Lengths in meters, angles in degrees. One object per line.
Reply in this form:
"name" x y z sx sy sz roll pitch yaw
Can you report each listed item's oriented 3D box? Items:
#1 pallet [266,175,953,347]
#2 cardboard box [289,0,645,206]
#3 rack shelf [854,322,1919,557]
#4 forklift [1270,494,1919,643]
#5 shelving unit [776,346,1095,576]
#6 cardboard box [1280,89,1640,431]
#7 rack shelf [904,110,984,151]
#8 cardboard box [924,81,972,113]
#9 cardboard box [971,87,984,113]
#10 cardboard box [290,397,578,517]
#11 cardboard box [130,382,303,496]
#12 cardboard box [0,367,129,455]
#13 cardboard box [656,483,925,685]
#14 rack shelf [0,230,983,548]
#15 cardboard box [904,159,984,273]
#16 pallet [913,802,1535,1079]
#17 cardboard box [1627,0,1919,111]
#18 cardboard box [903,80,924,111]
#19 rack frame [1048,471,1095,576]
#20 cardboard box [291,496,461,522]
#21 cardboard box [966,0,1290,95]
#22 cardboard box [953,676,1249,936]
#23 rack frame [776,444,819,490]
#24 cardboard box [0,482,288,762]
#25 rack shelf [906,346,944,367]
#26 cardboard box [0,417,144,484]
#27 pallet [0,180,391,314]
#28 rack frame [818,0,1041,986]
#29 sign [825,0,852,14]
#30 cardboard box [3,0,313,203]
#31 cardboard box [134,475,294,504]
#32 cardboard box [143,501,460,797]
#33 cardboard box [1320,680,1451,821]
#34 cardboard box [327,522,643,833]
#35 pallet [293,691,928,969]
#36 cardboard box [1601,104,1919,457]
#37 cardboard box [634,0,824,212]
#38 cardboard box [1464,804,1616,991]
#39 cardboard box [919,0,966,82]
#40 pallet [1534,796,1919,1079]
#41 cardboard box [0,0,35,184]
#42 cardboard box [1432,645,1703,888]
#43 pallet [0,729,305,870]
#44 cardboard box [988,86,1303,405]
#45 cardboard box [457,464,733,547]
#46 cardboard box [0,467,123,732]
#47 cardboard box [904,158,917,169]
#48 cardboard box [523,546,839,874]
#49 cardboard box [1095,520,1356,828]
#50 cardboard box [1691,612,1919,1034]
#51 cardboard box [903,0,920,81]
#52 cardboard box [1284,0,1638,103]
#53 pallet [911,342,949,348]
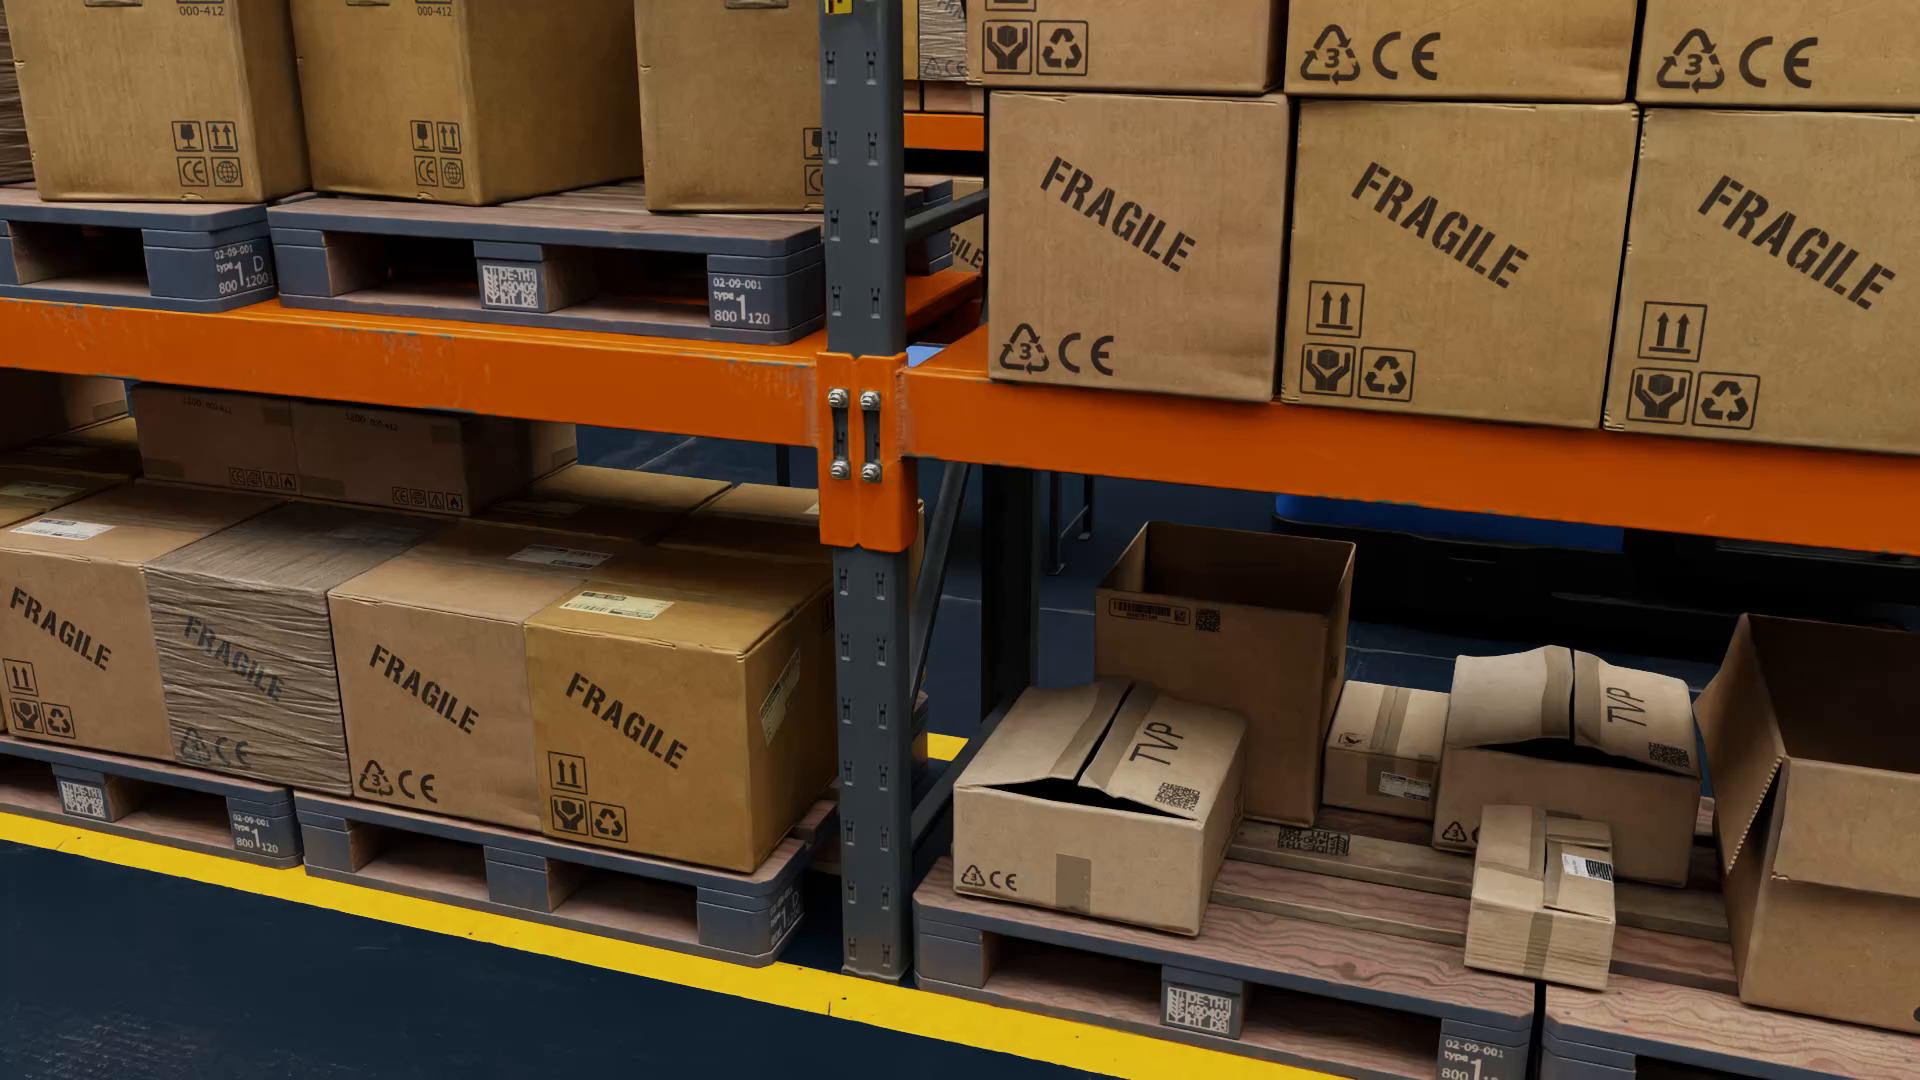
"pallet" -0.742 -0.687 3.782 1.213 0.211 1.003 7 20 18
"cardboard box" -1.067 -1.078 3.822 0.500 0.500 0.700 10 22 27
"rack shelf" 1.866 -0.102 2.904 4.000 0.370 1.077 7 20 18
"forklift" 2.585 -1.168 4.974 3.031 2.935 1.130 6 20 17
"shelving unit" -0.081 -0.717 5.856 1.048 1.500 0.538 7 20 18
"cardboard box" 0.854 -0.511 2.832 0.500 0.500 0.500 7 20 19
"rack shelf" -0.290 -2.074 8.563 4.000 0.370 1.077 7 20 18
"cardboard box" 0.001 -2.188 8.148 0.250 0.149 0.380 6 20 17
"cardboard box" 0.233 -2.157 8.057 0.250 0.149 0.380 7 20 18
"cardboard box" -1.345 -0.275 4.298 0.500 0.250 0.500 7 20 18
"cardboard box" -1.819 -0.329 4.453 0.500 0.250 0.500 6 20 17
"cardboard box" -2.786 -0.438 4.766 0.500 0.250 0.500 7 21 20
"cardboard box" -0.400 0.187 4.111 0.500 0.500 0.500 6 20 16
"rack shelf" -1.912 -0.534 4.143 4.000 0.370 1.077 7 20 18
"cardboard box" 0.102 -1.506 8.468 0.750 0.750 0.750 7 20 20
"pallet" 0.626 0.734 3.650 1.213 0.211 1.003 7 20 18
"cardboard box" 1.303 -0.927 2.508 0.500 0.500 0.500 6 20 16
"cardboard box" -0.246 -2.220 8.240 0.250 0.149 0.380 7 20 20
"rack frame" 0.400 -0.663 5.698 0.032 1.500 0.500 7 20 18
"cardboard box" -1.377 0.077 4.428 0.500 0.500 0.500 7 20 19
"cardboard box" 0.330 -1.038 2.827 0.500 0.500 0.500 7 20 19
"cardboard box" 0.303 0.517 3.452 0.500 0.311 0.500 7 20 18
"rack frame" -0.561 -0.772 6.013 0.032 1.500 0.500 7 20 18
"cardboard box" -2.002 0.186 4.113 0.500 0.500 0.500 6 20 16
"rack shelf" -0.081 -0.548 5.915 1.000 0.185 0.538 7 20 18
"cardboard box" -2.352 -0.033 4.742 0.500 0.500 0.500 6 20 16
"pallet" -1.963 -0.790 4.078 1.213 0.211 1.003 7 20 18
"rack frame" -0.023 -0.657 3.405 0.127 3.000 1.000 7 20 18
"sign" -0.202 -1.031 2.718 0.005 0.325 0.100 7 20 18
"cardboard box" -1.712 -1.075 3.812 0.500 0.500 0.700 1 19 4
"cardboard box" -1.854 0.022 4.585 0.500 0.500 0.500 6 20 16
"cardboard box" -1.521 0.241 3.958 0.500 0.500 0.500 7 20 19
"cardboard box" 0.982 0.476 3.816 0.250 0.149 0.380 7 20 18
"cardboard box" -1.047 0.295 3.802 0.500 0.500 0.500 7 20 18
"pallet" -0.804 0.583 4.082 1.213 0.211 1.003 7 20 18
"cardboard box" 1.326 -0.456 2.675 0.500 0.500 0.500 6 20 18
"cardboard box" -0.397 -1.024 3.666 0.500 0.500 0.700 0 19 0
"cardboard box" 1.123 0.676 3.217 0.250 0.166 0.380 7 20 18
"cardboard box" 0.124 -2.476 7.987 0.500 0.500 0.500 7 20 18
"pallet" 1.782 0.865 3.274 1.213 0.211 1.003 7 20 18
"cardboard box" -2.368 -1.144 4.011 0.500 0.500 0.700 11 22 28
"cardboard box" 1.317 0.459 3.619 0.500 0.311 0.500 7 20 18
"pallet" -1.960 0.452 4.459 1.213 0.211 1.003 7 20 18
"cardboard box" 0.369 -0.565 2.988 0.500 0.500 0.500 7 20 19
"cardboard box" -0.907 0.133 4.267 0.500 0.500 0.500 7 20 19
"cardboard box" -2.497 0.132 4.270 0.500 0.500 0.500 6 20 17
"cardboard box" -0.702 -1.596 8.727 0.750 0.750 0.750 6 20 18
"cardboard box" -0.583 0.351 3.641 0.500 0.500 0.500 6 20 18
"cardboard box" 0.608 0.289 3.820 0.500 0.500 0.500 7 20 18
"cardboard box" 1.753 0.515 3.166 0.637 0.503 0.797 7 20 18
"cardboard box" -0.350 -2.528 8.137 0.500 0.500 0.500 7 20 20
"cardboard box" 0.817 -0.983 2.667 0.500 0.500 0.500 6 20 16
"pallet" -0.311 -1.072 8.832 1.213 0.211 1.003 7 20 18
